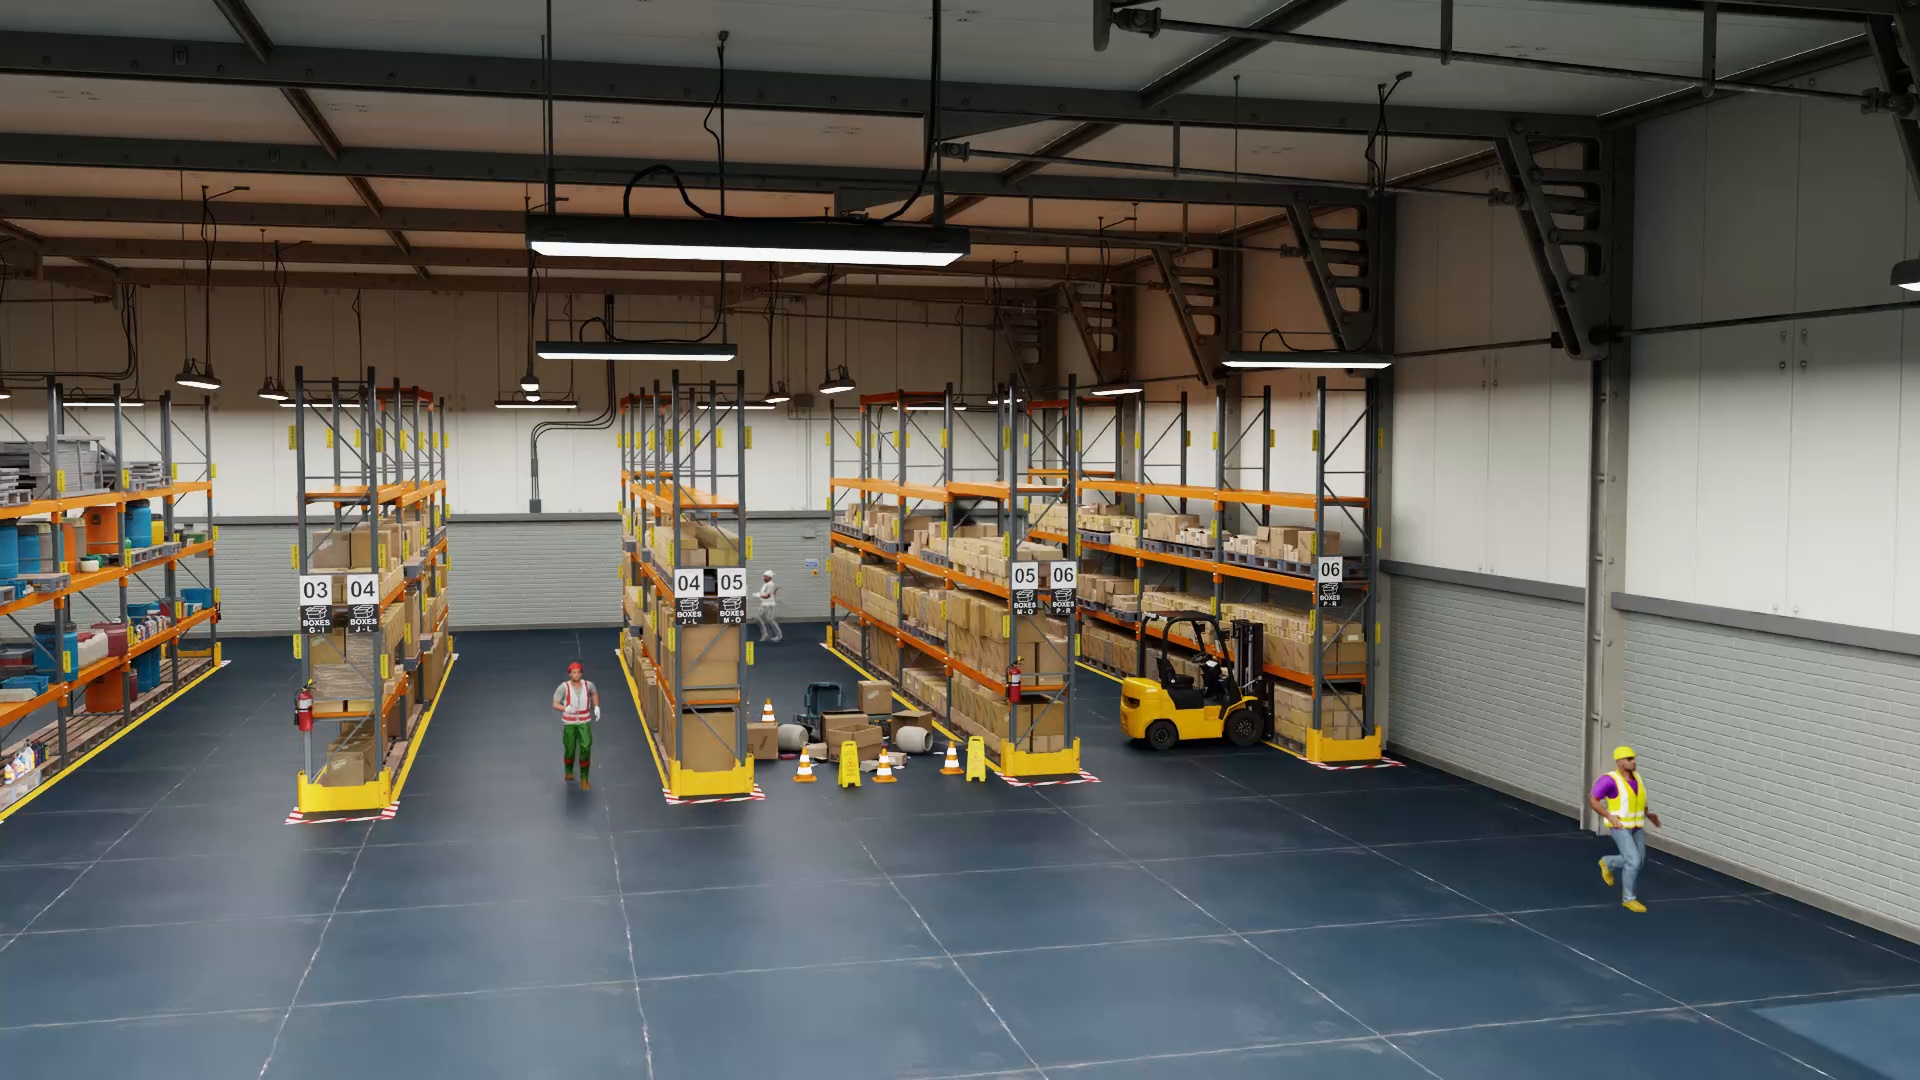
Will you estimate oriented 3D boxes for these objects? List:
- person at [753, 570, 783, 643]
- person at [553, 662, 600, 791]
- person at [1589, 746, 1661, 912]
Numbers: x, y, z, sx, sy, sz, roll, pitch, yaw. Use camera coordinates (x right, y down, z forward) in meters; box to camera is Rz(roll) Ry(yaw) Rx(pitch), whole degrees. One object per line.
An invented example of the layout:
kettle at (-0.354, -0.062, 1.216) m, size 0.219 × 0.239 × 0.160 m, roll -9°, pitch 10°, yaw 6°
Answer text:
person at (-4.779, 1.657, 41.201) m, size 0.747 × 1.823 × 0.659 m, roll -1°, pitch 4°, yaw -19°
person at (-5.533, 2.685, 24.011) m, size 0.686 × 1.863 × 0.781 m, roll -1°, pitch 4°, yaw -22°
person at (7.121, 3.077, 17.915) m, size 0.701 × 1.737 × 0.722 m, roll -2°, pitch 4°, yaw -25°
